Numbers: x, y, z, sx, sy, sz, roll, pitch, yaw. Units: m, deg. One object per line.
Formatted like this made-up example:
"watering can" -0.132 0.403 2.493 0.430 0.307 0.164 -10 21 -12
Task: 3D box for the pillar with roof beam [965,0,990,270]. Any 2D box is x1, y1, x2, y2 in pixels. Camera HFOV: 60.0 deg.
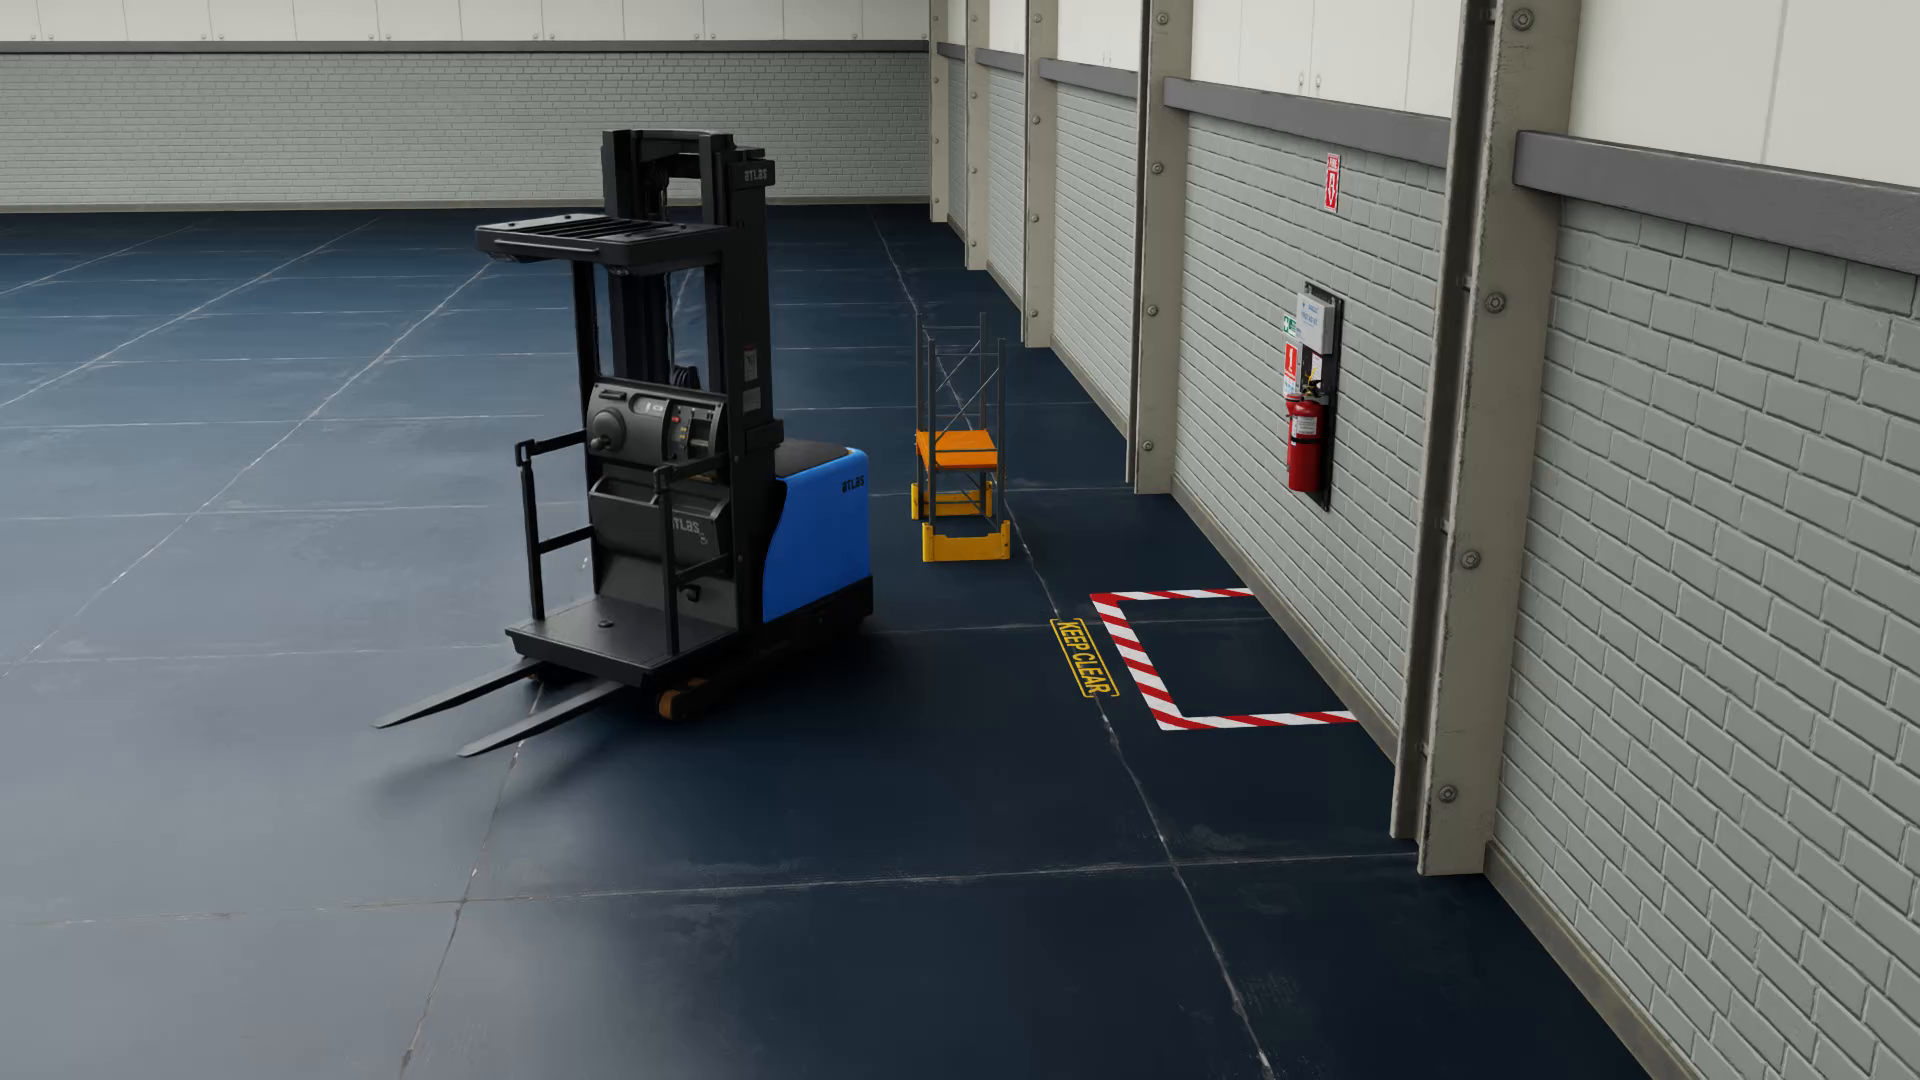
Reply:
"pillar with roof beam" -4.034 -8.152 22.620 9.100 9.000 0.400 -2 18 -6

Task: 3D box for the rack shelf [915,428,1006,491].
"rack shelf" -0.009 -0.569 11.587 0.538 0.185 1.000 -2 18 -6

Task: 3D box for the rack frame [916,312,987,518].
"rack frame" -0.061 -0.892 12.016 0.500 1.500 0.032 -2 18 -6

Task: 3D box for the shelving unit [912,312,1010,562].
"shelving unit" -0.008 -0.738 11.525 0.587 1.500 1.083 -2 18 -6

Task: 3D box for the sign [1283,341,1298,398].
"sign" 1.934 -0.982 9.739 0.001 0.329 0.234 -2 18 -6

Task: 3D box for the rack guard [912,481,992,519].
"rack guard" -0.059 -0.290 12.185 0.587 0.250 0.087 -2 18 -6

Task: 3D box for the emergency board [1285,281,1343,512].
"emergency board" 1.888 -0.797 9.209 0.194 1.169 0.643 -2 18 -6

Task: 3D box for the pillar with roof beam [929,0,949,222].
"pillar with roof beam" -4.652 -9.940 28.314 9.100 9.000 0.400 -2 18 -6

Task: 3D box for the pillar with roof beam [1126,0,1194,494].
"pillar with roof beam" -2.796 -4.577 11.232 9.100 9.000 0.400 -2 18 -6

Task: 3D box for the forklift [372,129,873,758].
"forklift" -1.750 -0.612 8.733 1.130 2.935 3.031 11 21 31

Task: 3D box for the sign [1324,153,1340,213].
"sign" 1.986 -1.909 8.879 0.001 0.298 0.199 -2 18 -6

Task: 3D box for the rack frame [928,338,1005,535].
"rack frame" 0.044 -0.590 11.051 0.500 1.500 0.032 -2 18 -6

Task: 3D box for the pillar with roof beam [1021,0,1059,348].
"pillar with roof beam" -3.415 -6.364 16.926 9.100 9.000 0.400 -2 18 -6

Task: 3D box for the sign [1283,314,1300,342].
"sign" 1.925 -1.234 9.654 0.001 0.109 0.331 -2 18 -6

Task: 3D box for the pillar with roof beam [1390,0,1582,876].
"pillar with roof beam" -2.177 -2.789 5.538 9.100 9.000 0.400 -2 18 -6

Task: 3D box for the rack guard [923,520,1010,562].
"rack guard" 0.043 0.006 11.239 0.587 0.250 0.087 -2 18 -6
